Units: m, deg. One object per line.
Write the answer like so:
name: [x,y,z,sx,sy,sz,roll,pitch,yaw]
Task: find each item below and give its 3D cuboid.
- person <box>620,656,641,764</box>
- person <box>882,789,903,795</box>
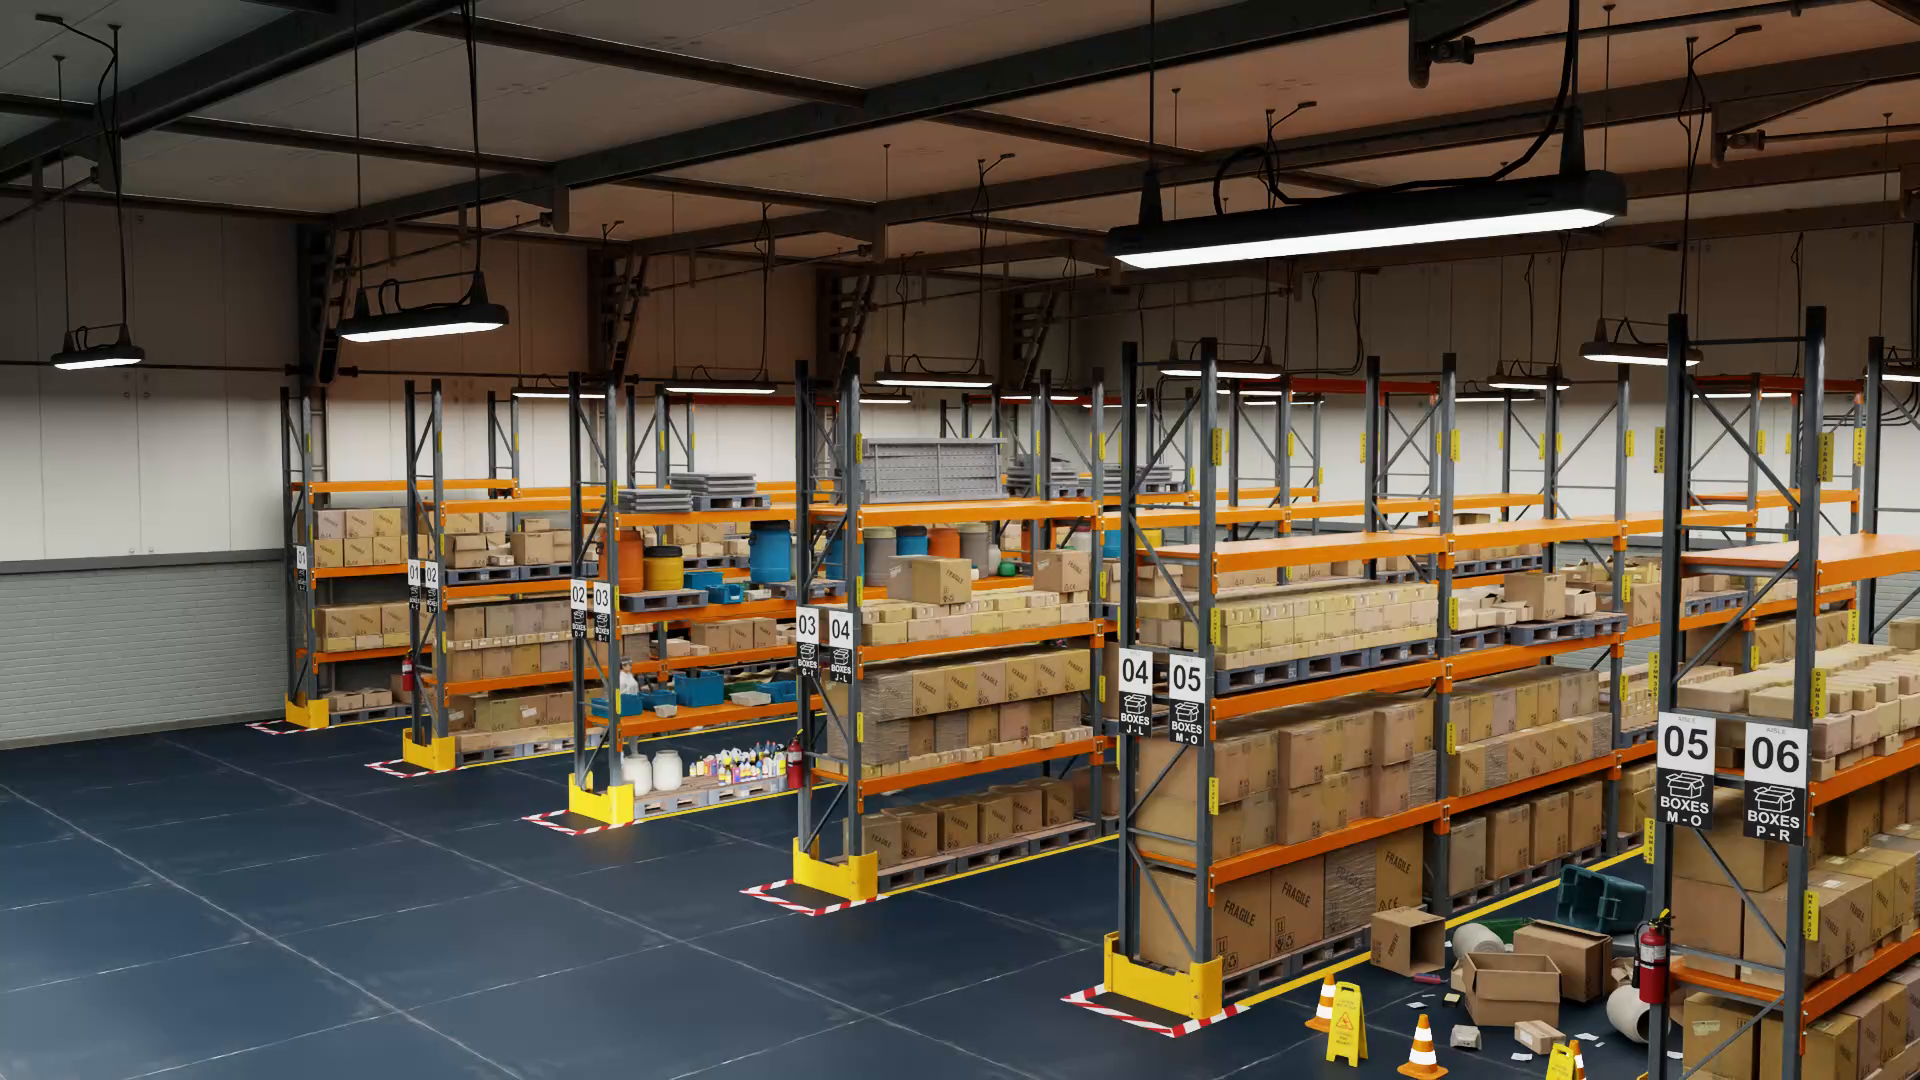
person: [-5.205,2.666,26.072,0.389,1.722,0.523,2,4,24]
person: [-0.968,2.742,24.005,0.429,1.809,0.593,1,4,19]
